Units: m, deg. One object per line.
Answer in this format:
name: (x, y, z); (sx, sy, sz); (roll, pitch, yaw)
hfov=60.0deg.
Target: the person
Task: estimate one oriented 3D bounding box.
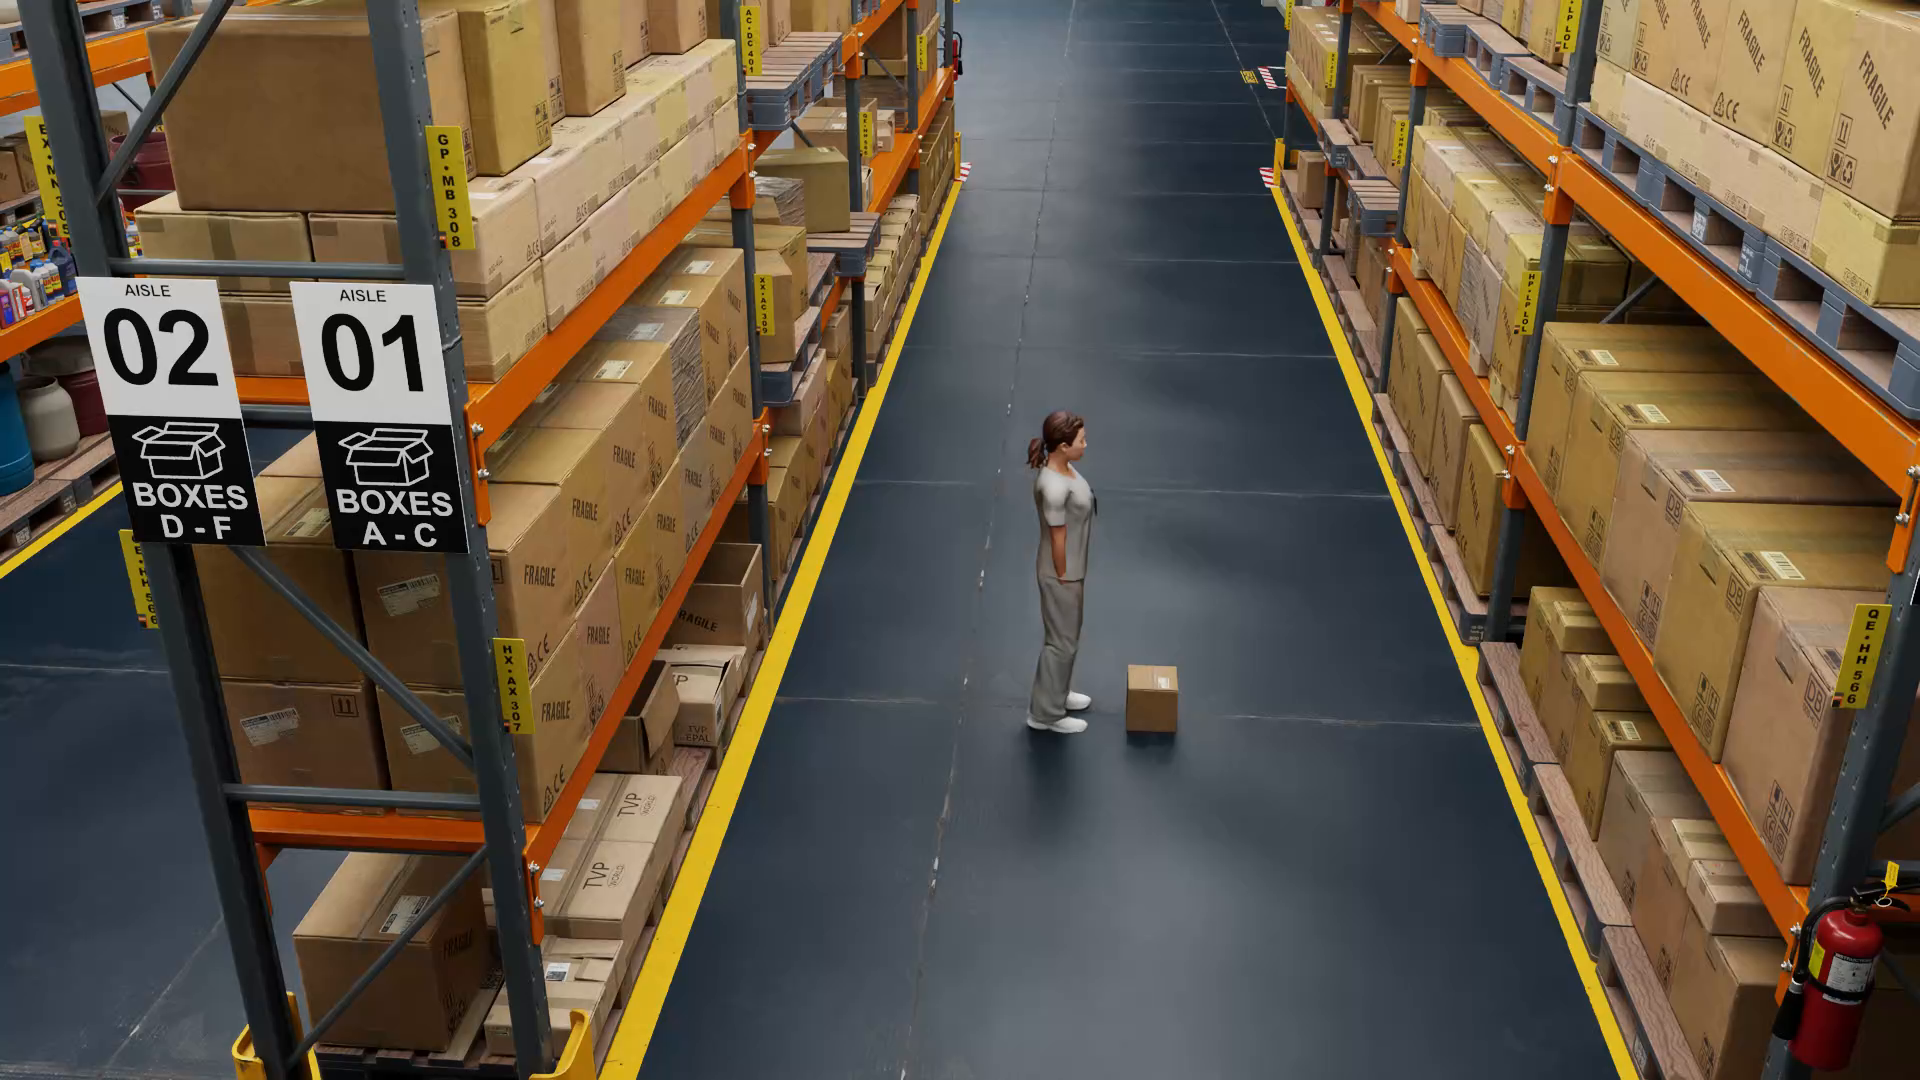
person: (0.495, 0.151, 8.297); (0.363, 1.681, 0.438); (2, 25, 5)
